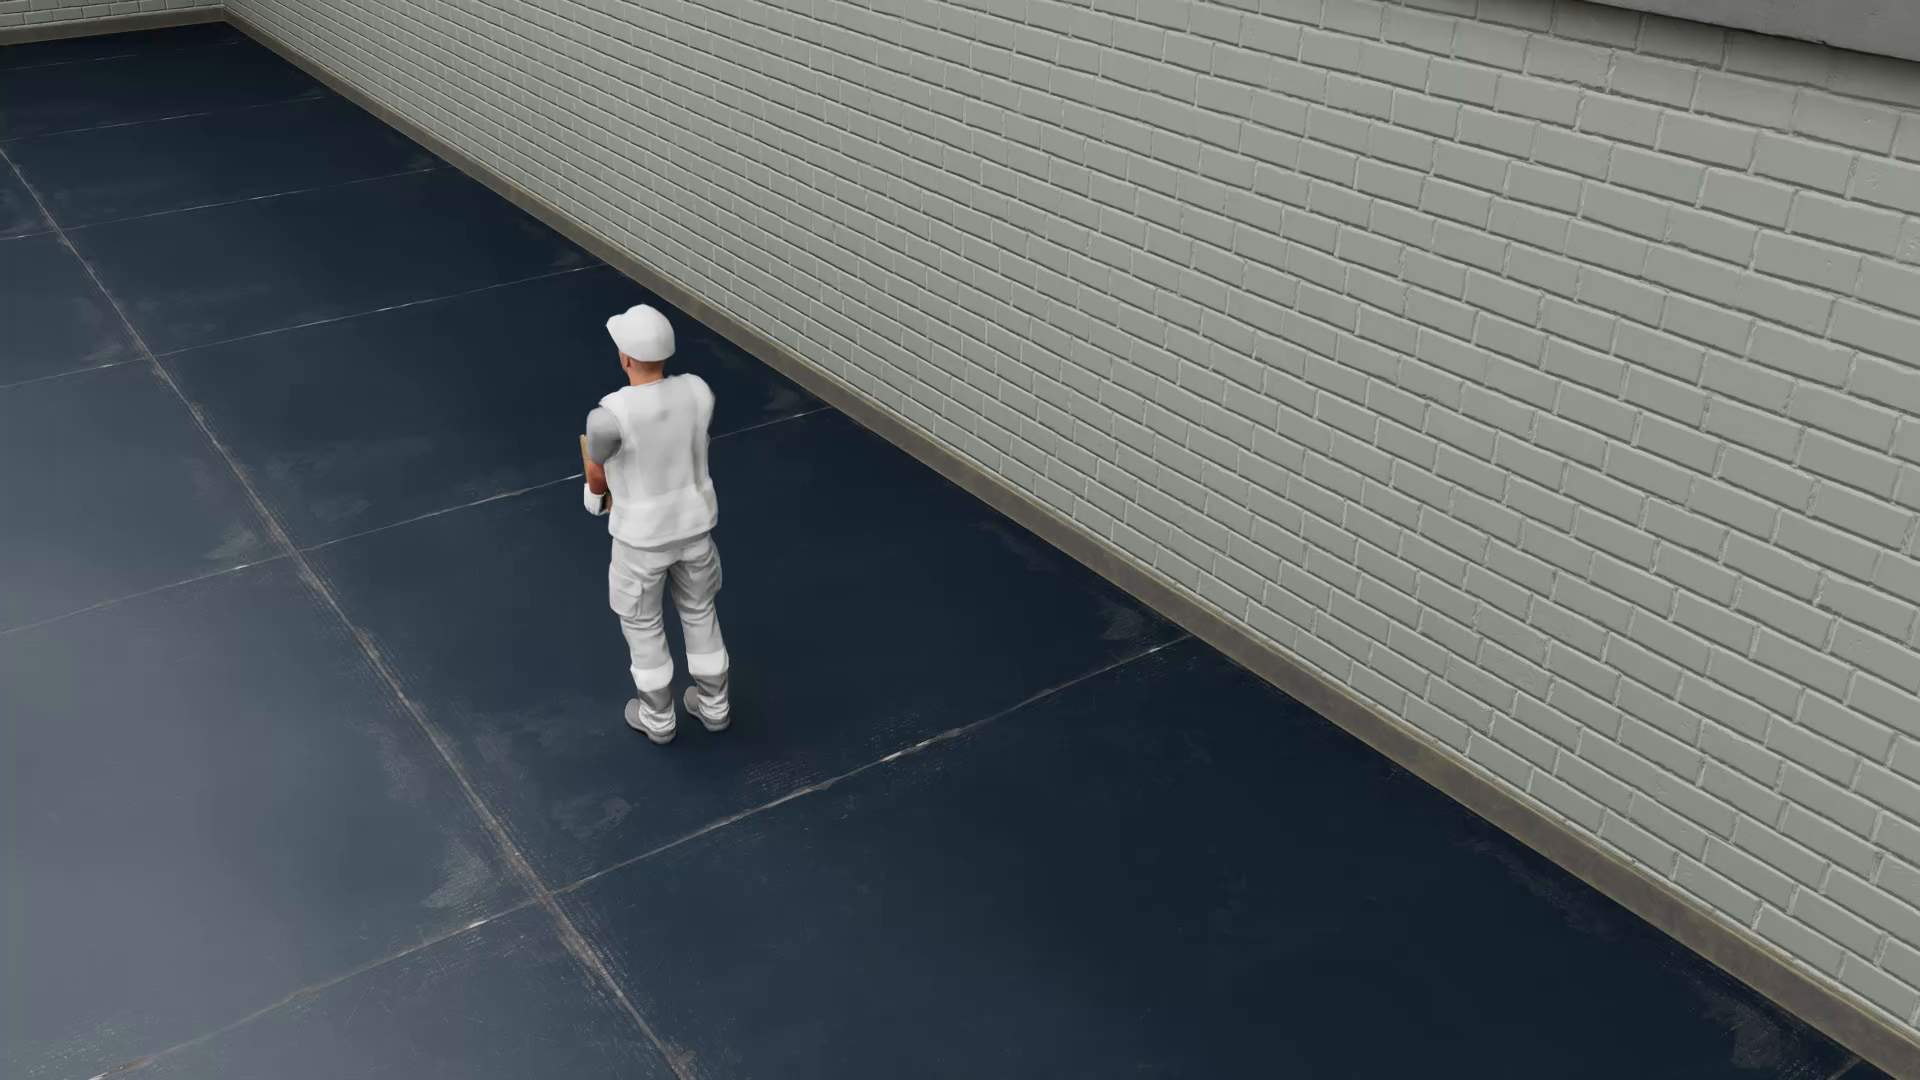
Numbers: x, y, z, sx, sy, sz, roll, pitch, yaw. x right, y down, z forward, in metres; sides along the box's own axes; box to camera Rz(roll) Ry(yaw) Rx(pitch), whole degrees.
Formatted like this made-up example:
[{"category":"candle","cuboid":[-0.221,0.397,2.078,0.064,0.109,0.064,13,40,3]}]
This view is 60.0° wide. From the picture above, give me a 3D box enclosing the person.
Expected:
[{"category":"person","cuboid":[-1.170,-0.073,6.235,0.495,1.786,0.558,-18,33,-30]}]
